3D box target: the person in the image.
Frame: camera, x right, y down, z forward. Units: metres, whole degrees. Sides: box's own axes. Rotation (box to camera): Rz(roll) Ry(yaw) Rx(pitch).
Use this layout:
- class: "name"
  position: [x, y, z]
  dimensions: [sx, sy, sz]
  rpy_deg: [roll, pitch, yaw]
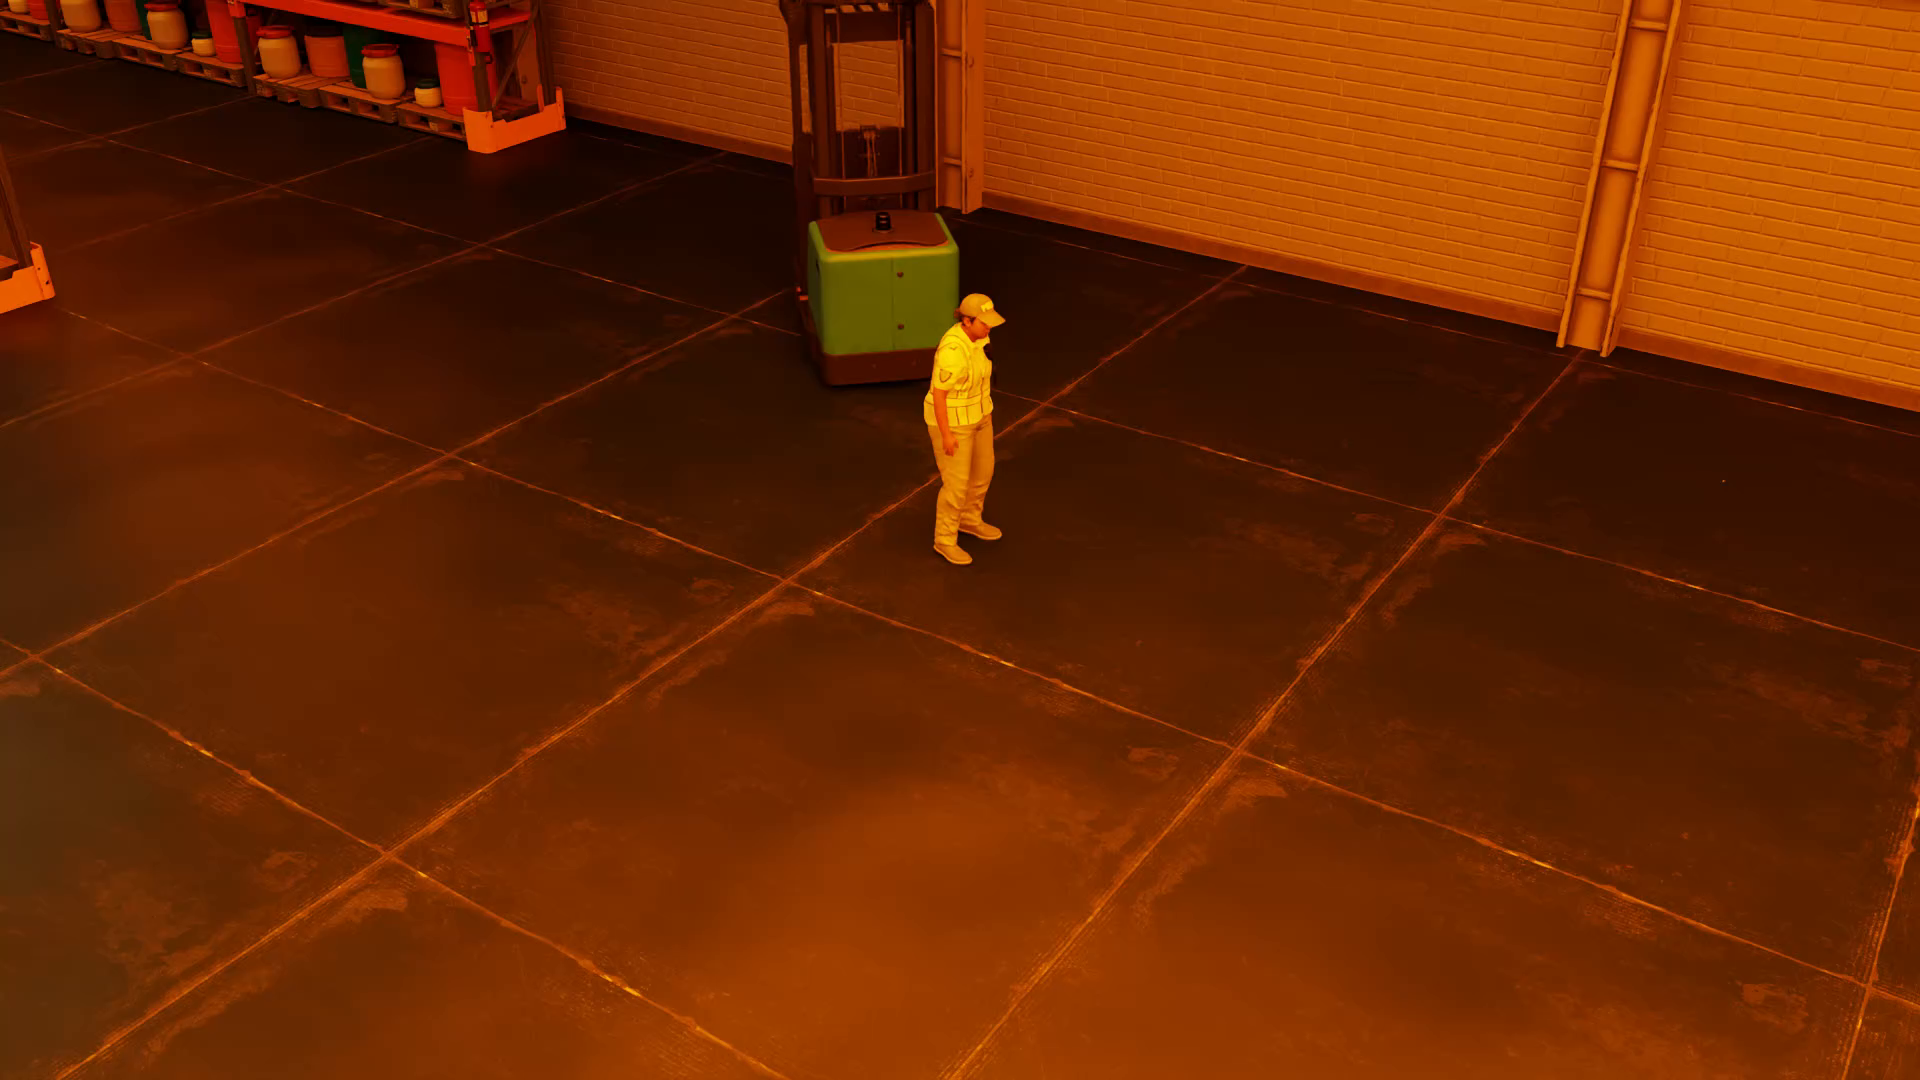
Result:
- class: "person"
  position: [0.037, -0.706, 10.059]
  dimensions: [0.466, 1.666, 0.546]
  rpy_deg: [17, 34, 27]

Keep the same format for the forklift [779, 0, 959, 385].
- class: "forklift"
  position: [-0.778, -3.138, 12.986]
  dimensions: [1.130, 2.935, 3.031]
  rpy_deg: [-6, 31, -10]
